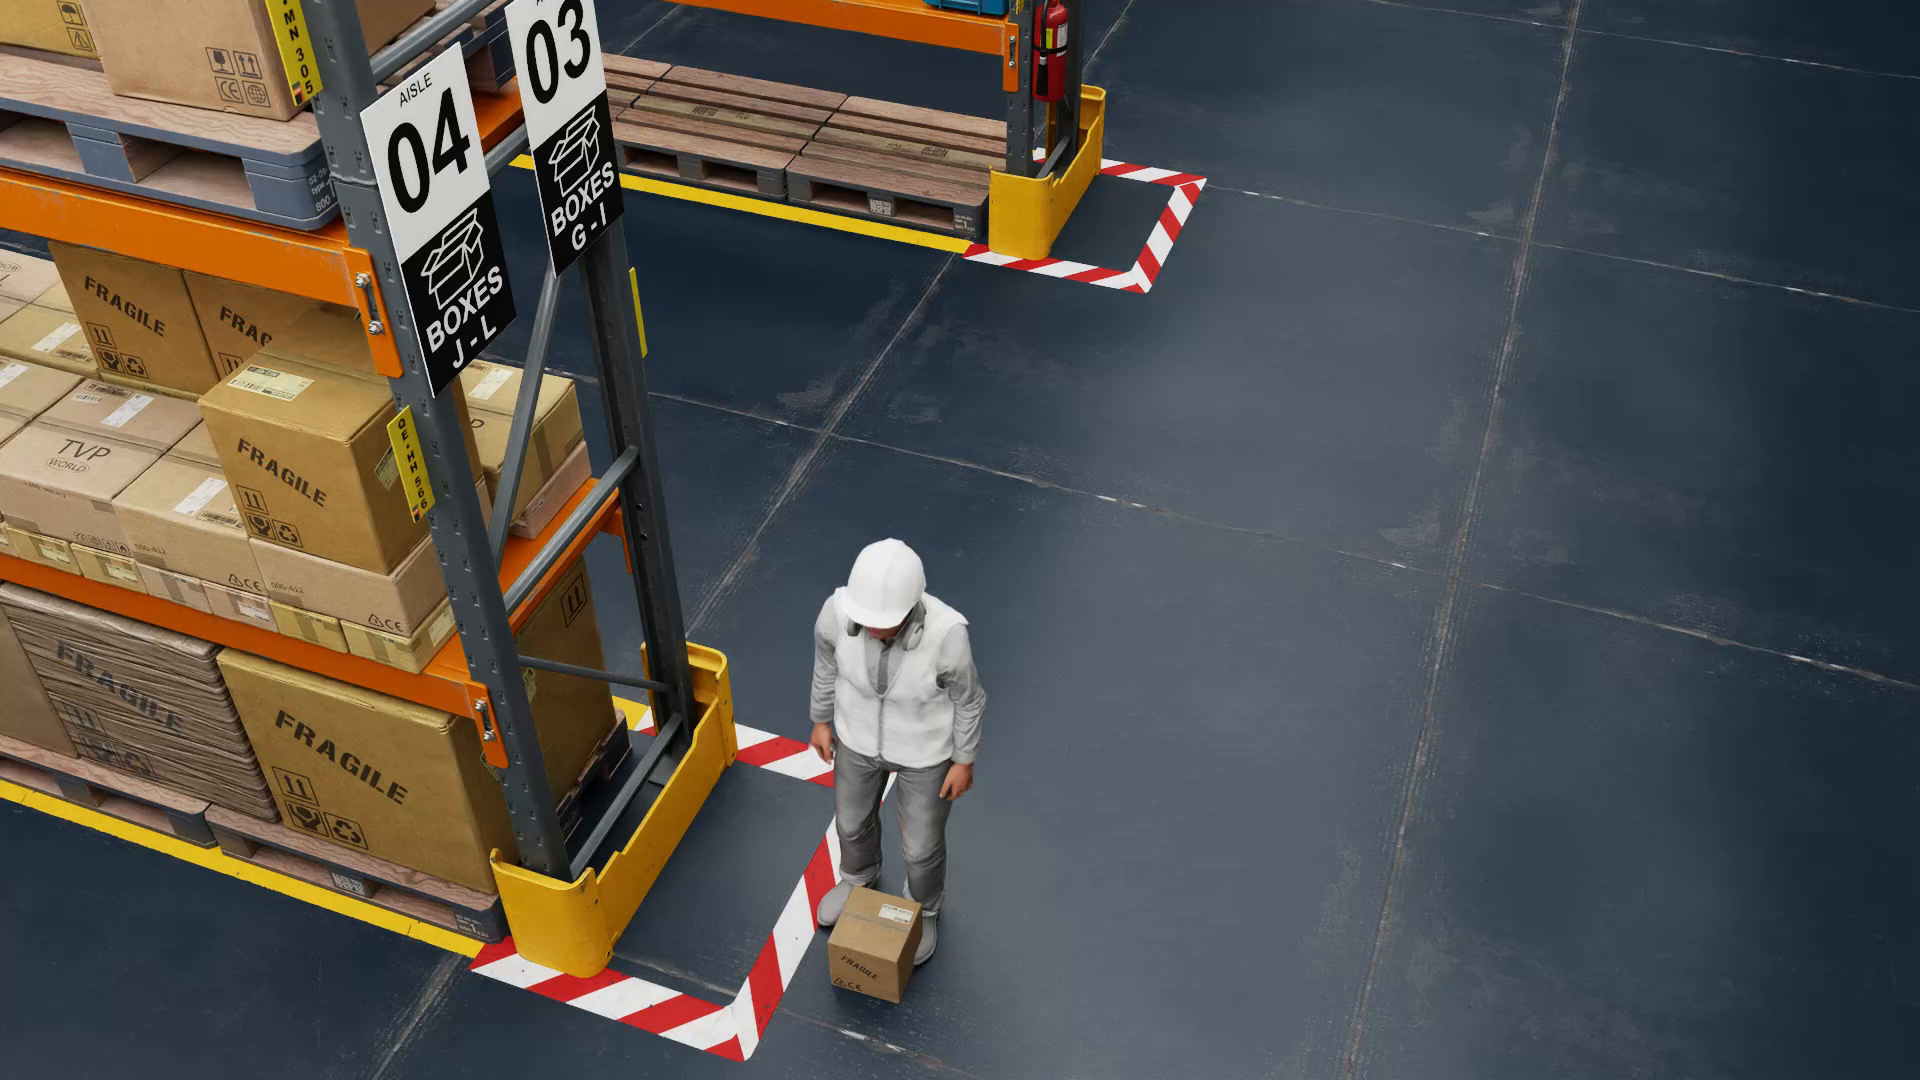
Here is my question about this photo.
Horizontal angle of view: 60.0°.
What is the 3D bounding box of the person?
[{"bbox_3d":[-0.211,0.651,5.396,0.580,1.770,0.466,14,43,15],"label":"person"}]
